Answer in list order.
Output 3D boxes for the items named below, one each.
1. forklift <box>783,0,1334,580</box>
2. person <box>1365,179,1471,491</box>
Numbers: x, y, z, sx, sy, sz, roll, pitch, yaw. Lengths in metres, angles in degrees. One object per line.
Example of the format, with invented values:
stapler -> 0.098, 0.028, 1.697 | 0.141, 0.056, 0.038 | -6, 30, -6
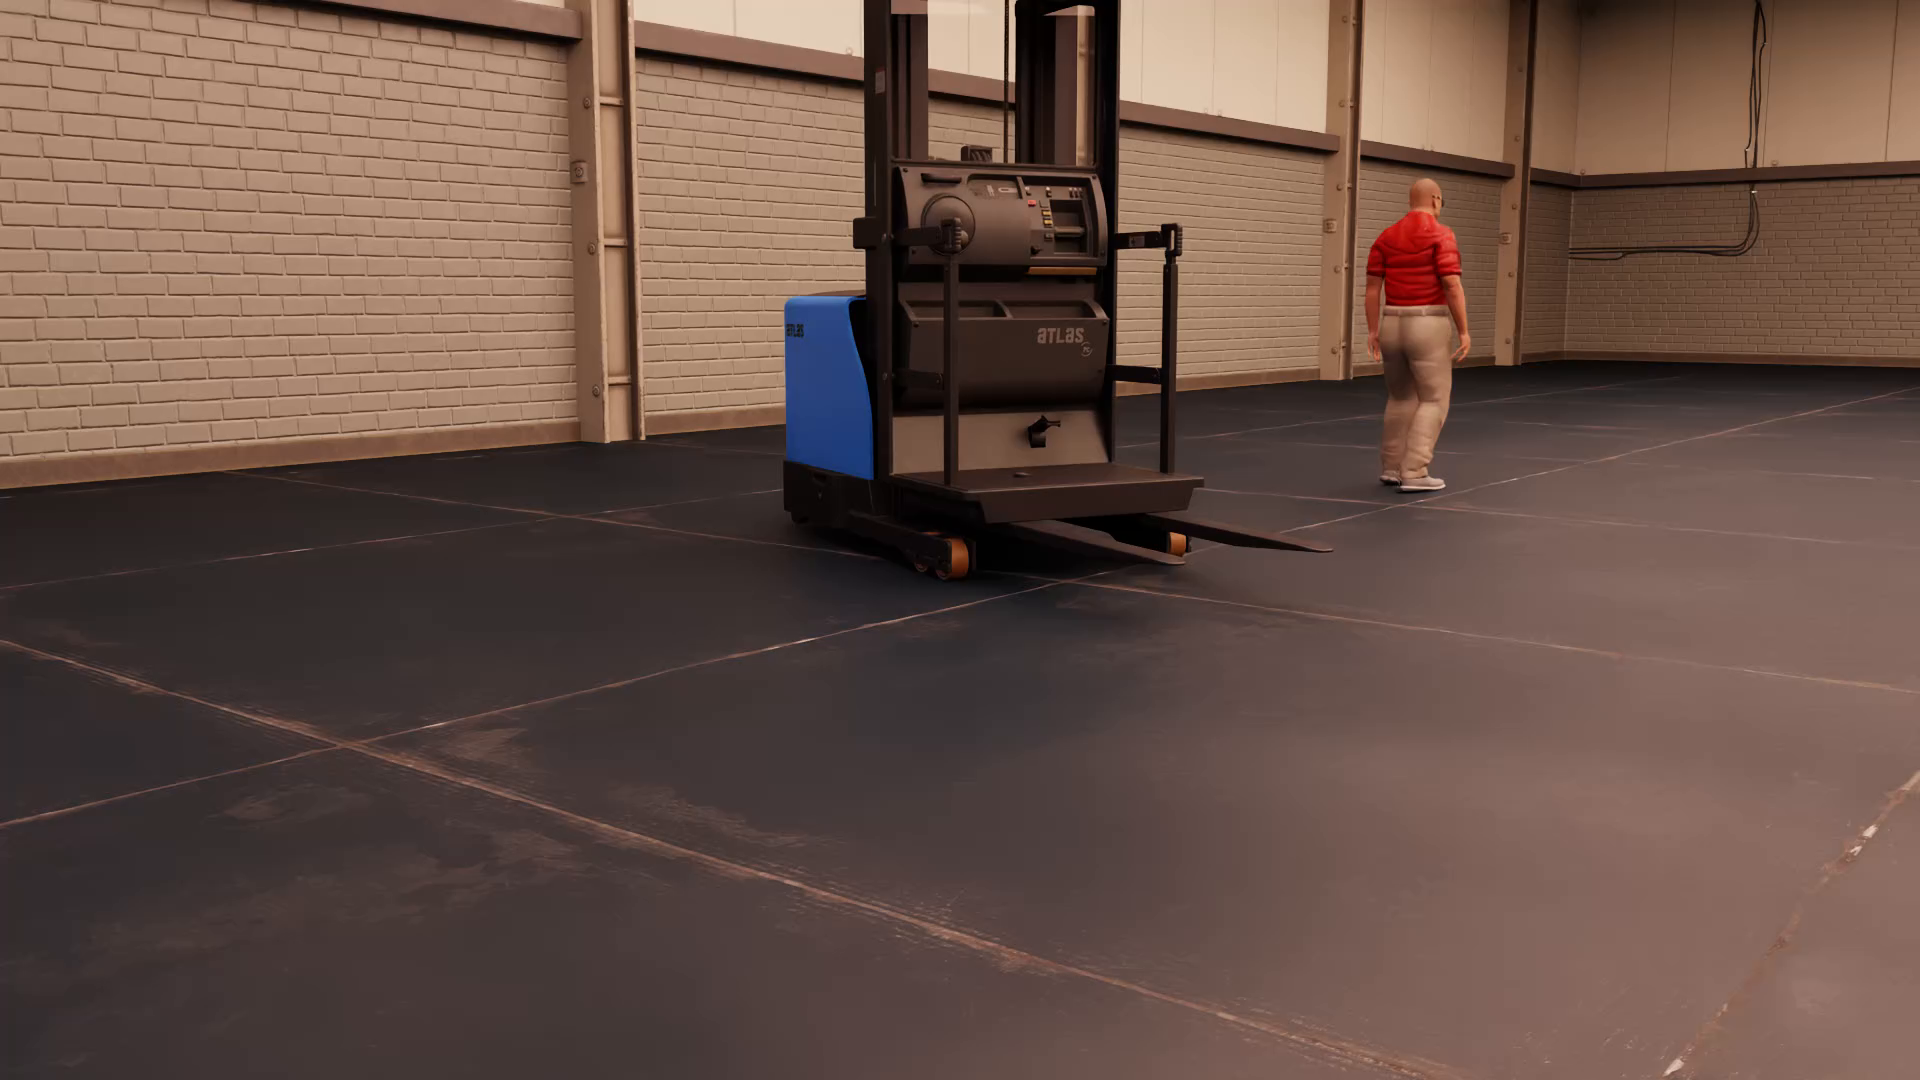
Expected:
forklift -> 0.284, -1.370, 6.643 | 1.130, 2.935, 3.031 | -4, 9, -27
person -> 2.586, -1.124, 9.300 | 0.521, 1.759, 0.622 | -6, 10, -36
